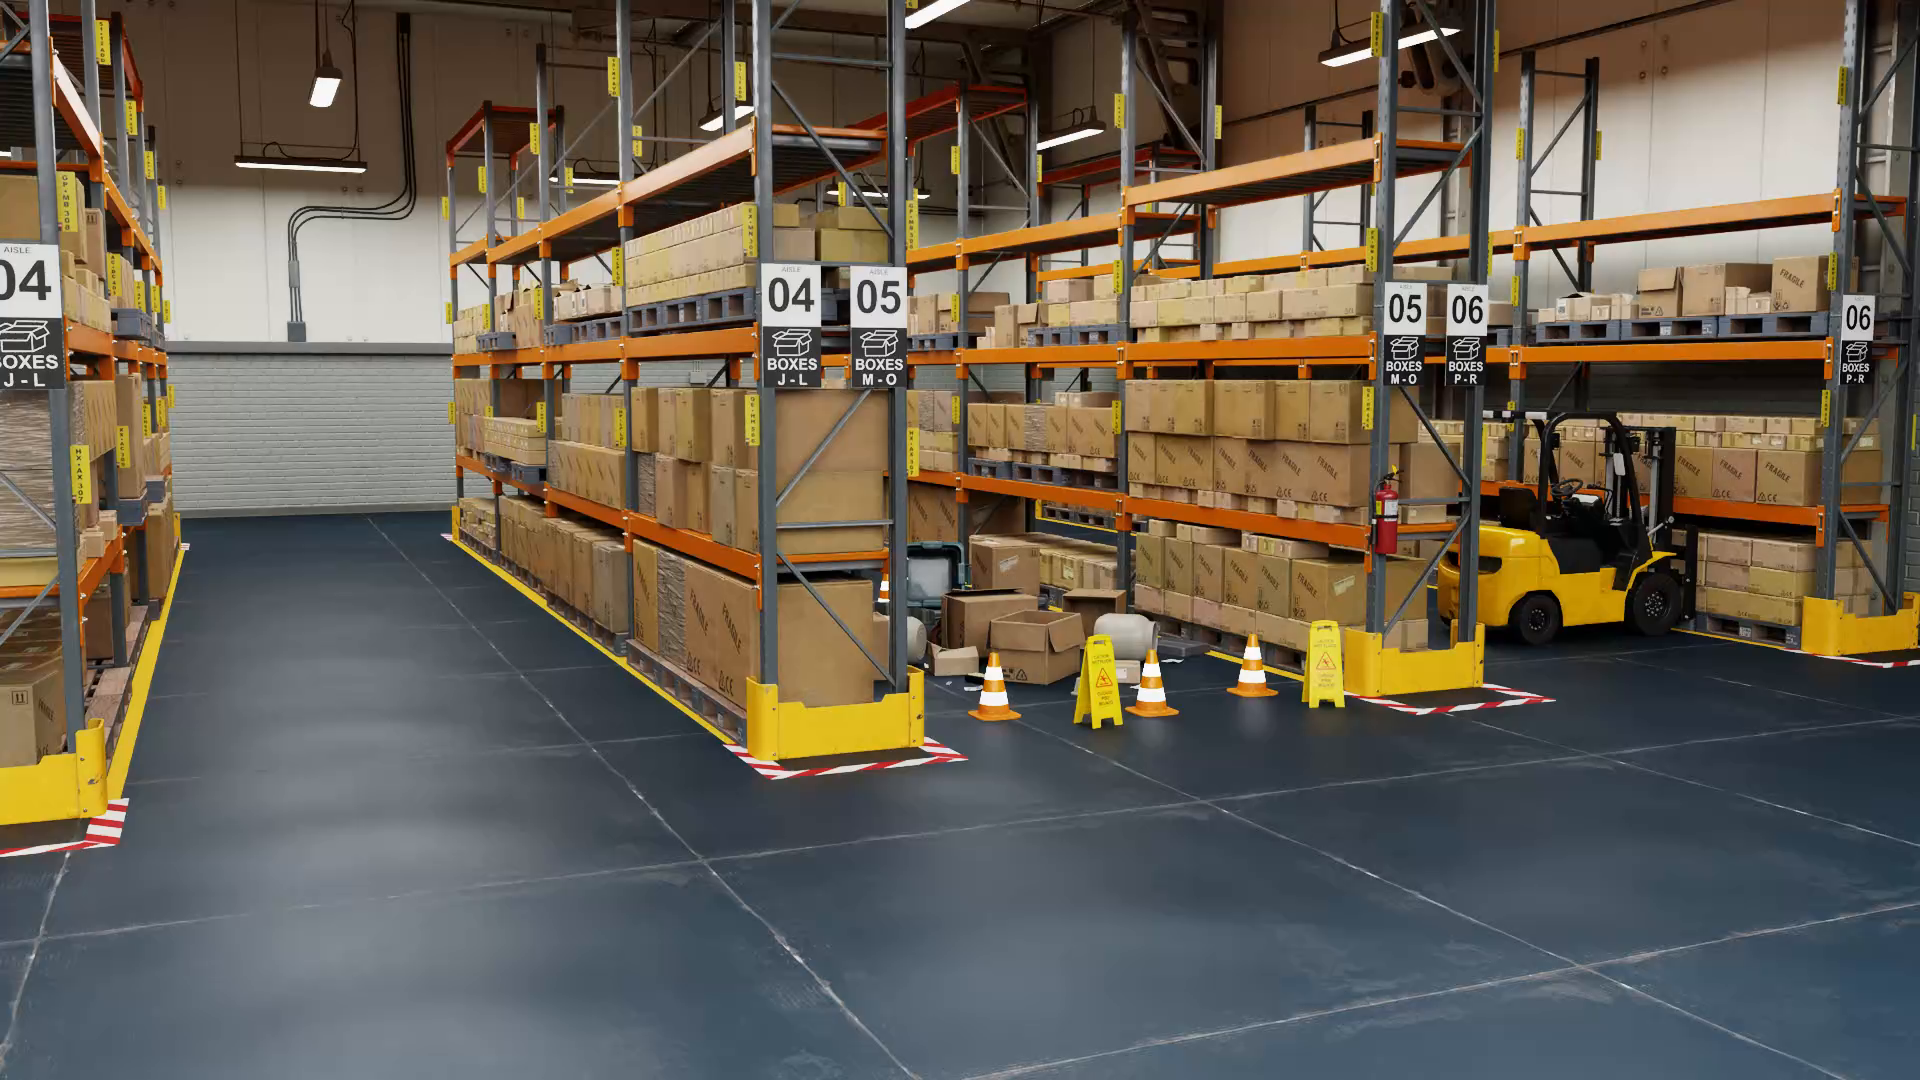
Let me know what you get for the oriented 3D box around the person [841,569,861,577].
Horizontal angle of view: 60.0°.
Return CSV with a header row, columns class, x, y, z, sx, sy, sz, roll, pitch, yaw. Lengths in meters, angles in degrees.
class,x,y,z,sx,sy,sz,roll,pitch,yaw
person,-1.290,-0.124,18.485,0.468,1.592,0.350,-3,6,-24
